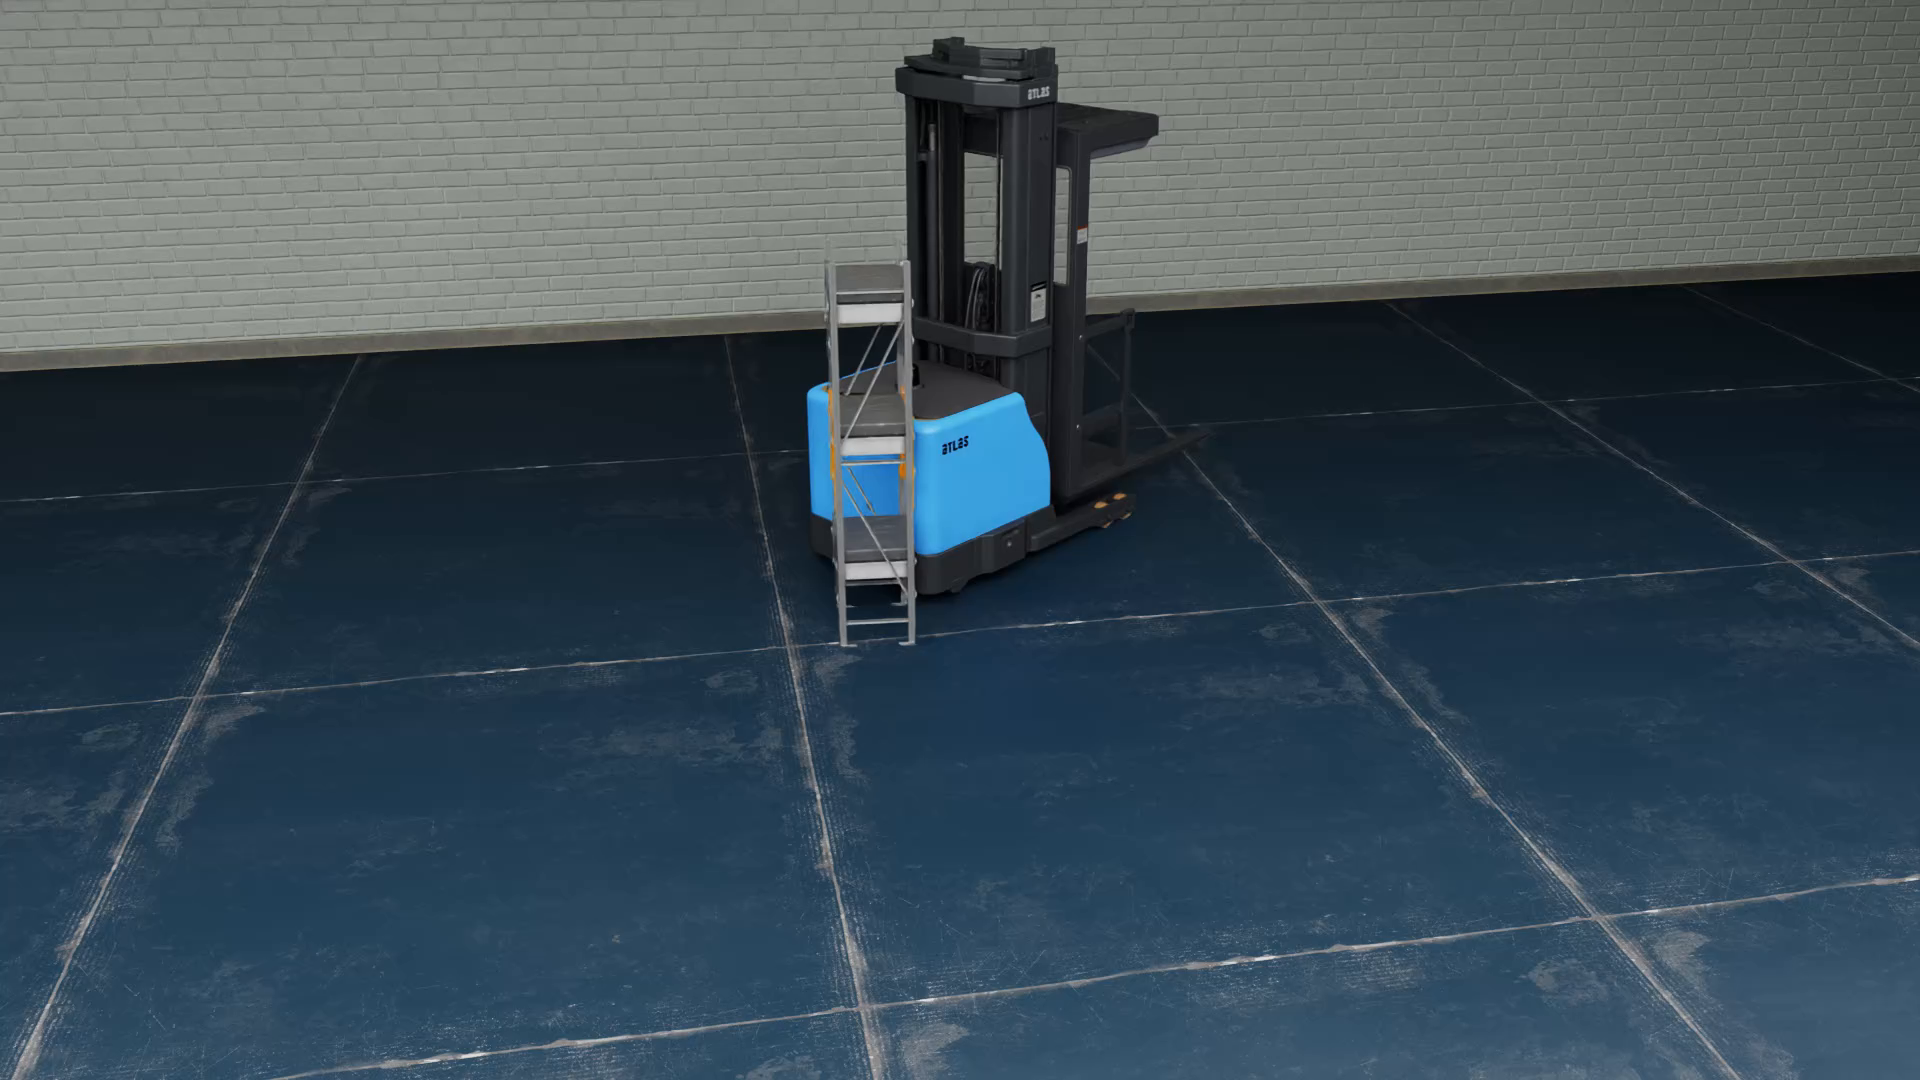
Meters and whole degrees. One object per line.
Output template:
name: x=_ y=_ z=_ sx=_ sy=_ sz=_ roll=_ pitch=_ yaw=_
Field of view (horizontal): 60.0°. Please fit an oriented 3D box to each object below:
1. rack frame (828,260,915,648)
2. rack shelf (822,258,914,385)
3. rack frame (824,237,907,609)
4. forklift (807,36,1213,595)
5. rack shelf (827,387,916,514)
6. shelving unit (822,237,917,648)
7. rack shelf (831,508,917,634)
rack frame: x=-0.442 y=-0.394 z=8.529 sx=0.400 sy=2.100 sz=0.015 roll=-3 pitch=24 yaw=-6
rack shelf: x=-0.471 y=-1.120 z=8.476 sx=0.431 sy=0.518 sz=0.480 roll=-3 pitch=24 yaw=-6
rack frame: x=-0.500 y=-0.588 z=8.973 sx=0.400 sy=2.100 sz=0.015 roll=-3 pitch=24 yaw=-6
forklift: x=0.468 y=-1.539 z=10.113 sx=1.130 sy=2.935 sz=3.031 roll=20 pitch=31 yaw=38
rack shelf: x=-0.471 y=-0.479 z=8.756 sx=0.431 sy=0.518 sz=0.480 roll=-3 pitch=24 yaw=-6
shelving unit: x=-0.471 y=-0.491 z=8.751 sx=0.431 sy=2.100 sz=0.503 roll=-3 pitch=24 yaw=-6
rack shelf: x=-0.471 y=0.163 z=9.037 sx=0.431 sy=0.518 sz=0.480 roll=-3 pitch=24 yaw=-6
